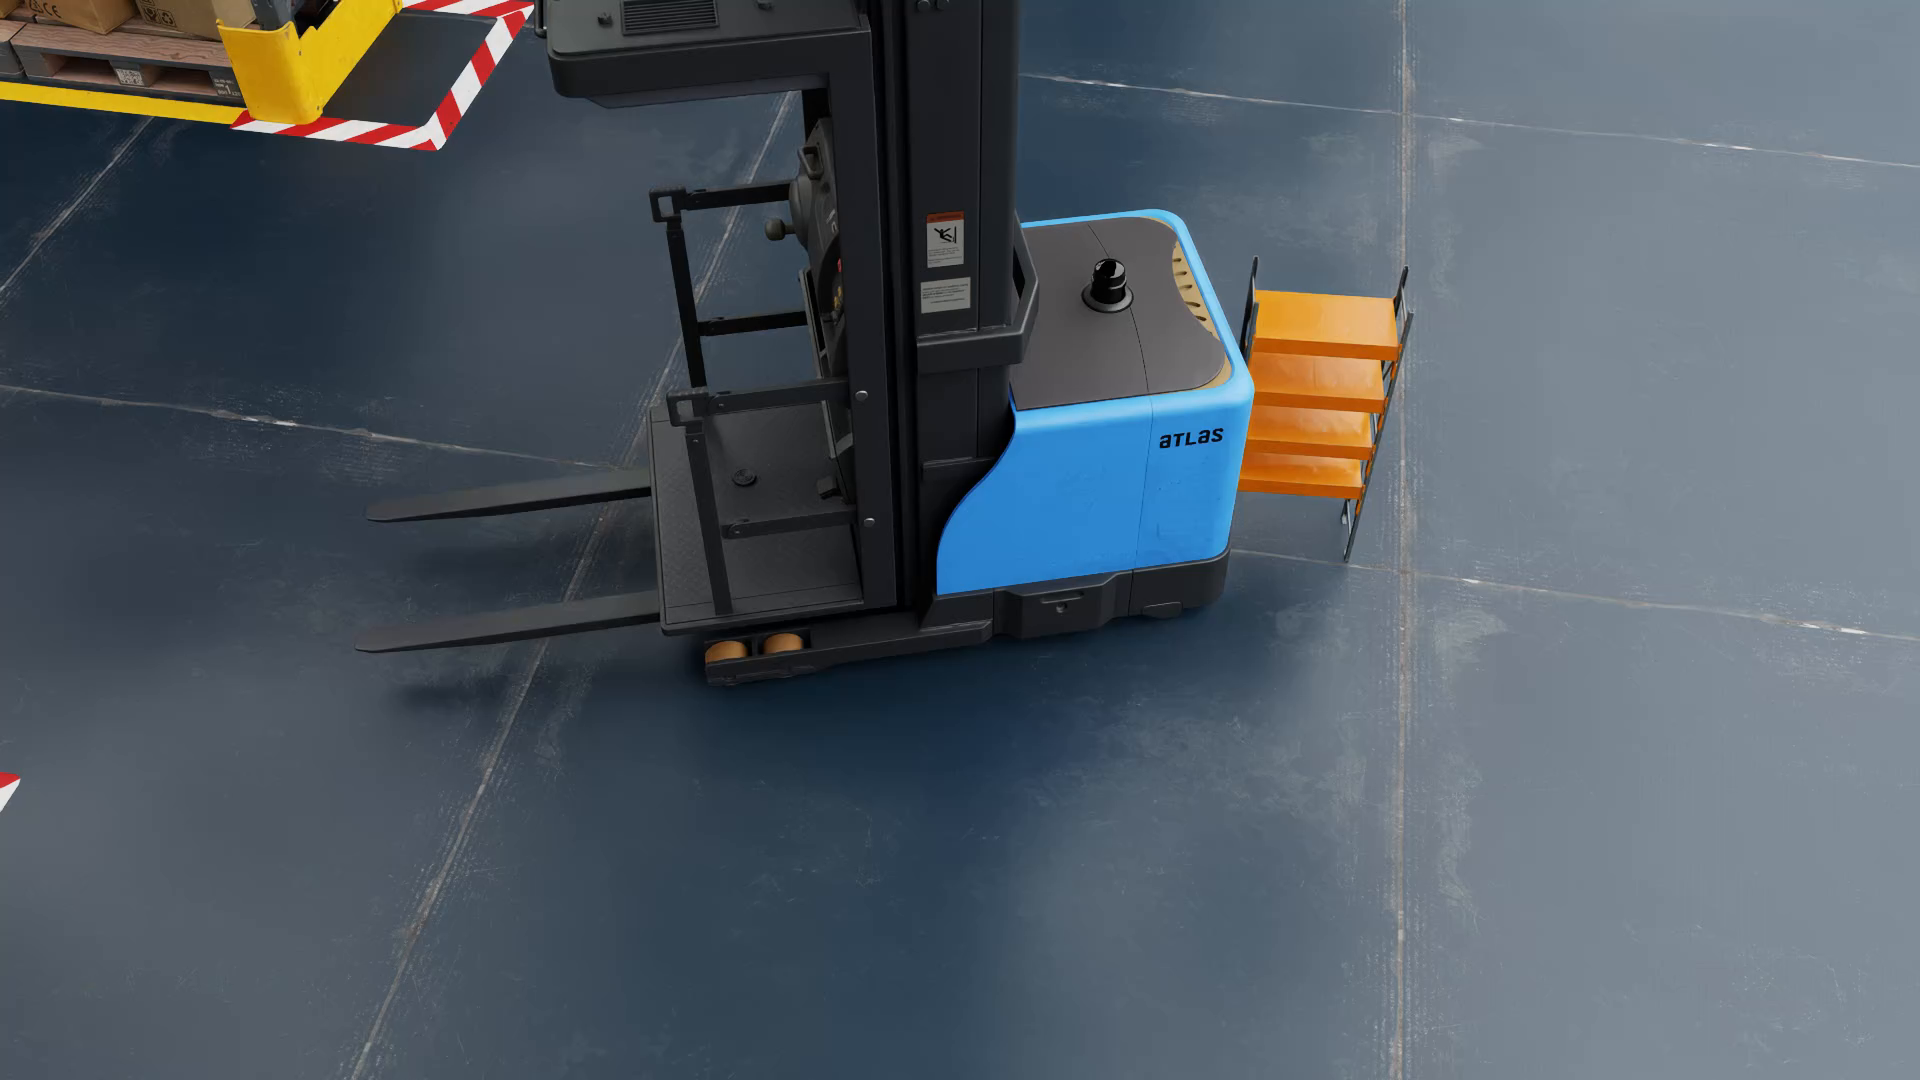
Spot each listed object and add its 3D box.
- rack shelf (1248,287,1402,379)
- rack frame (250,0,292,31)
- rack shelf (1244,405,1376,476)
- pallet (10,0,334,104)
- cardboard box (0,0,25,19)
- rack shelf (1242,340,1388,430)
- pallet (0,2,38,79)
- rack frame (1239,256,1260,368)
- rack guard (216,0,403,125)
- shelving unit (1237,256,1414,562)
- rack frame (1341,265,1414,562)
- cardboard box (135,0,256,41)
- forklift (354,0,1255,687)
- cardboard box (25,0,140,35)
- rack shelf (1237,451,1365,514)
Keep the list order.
[{"bbox_3d":[1.206,-0.691,5.536,0.480,0.148,0.258,4,48,4],"label":"rack shelf"},{"bbox_3d":[-3.130,-3.445,7.329,0.127,3.000,1.000,8,49,7],"label":"rack frame"},{"bbox_3d":[1.206,-0.383,5.878,0.480,0.148,0.258,4,48,4],"label":"rack shelf"},{"bbox_3d":[-3.998,-2.656,8.495,1.213,0.211,1.003,8,49,7],"label":"pallet"},{"bbox_3d":[-4.948,-2.996,8.323,0.500,0.500,0.500,12,49,10],"label":"cardboard box"},{"bbox_3d":[1.206,-0.533,5.712,0.480,0.148,0.258,4,48,4],"label":"rack shelf"},{"bbox_3d":[-5.195,-2.820,8.642,1.213,0.211,1.003,8,49,7],"label":"pallet"},{"bbox_3d":[0.963,-0.447,5.845,0.015,1.200,0.240,4,48,4],"label":"rack frame"},{"bbox_3d":[-3.204,-2.620,8.268,0.348,0.500,1.175,8,49,7],"label":"rack guard"},{"bbox_3d":[1.206,-0.428,5.828,0.503,1.200,0.258,4,48,4],"label":"shelving unit"},{"bbox_3d":[1.449,-0.410,5.812,0.015,1.200,0.240,4,48,4],"label":"rack frame"},{"bbox_3d":[-3.741,-2.845,8.188,0.500,0.500,0.500,16,50,14],"label":"cardboard box"},{"bbox_3d":[-0.613,-0.900,5.088,3.031,2.935,1.130,-7,48,-7],"label":"forklift"},{"bbox_3d":[-4.335,-2.899,8.236,0.500,0.500,0.500,19,51,17],"label":"cardboard box"},{"bbox_3d":[1.206,-0.251,6.026,0.480,0.148,0.258,4,48,4],"label":"rack shelf"}]
